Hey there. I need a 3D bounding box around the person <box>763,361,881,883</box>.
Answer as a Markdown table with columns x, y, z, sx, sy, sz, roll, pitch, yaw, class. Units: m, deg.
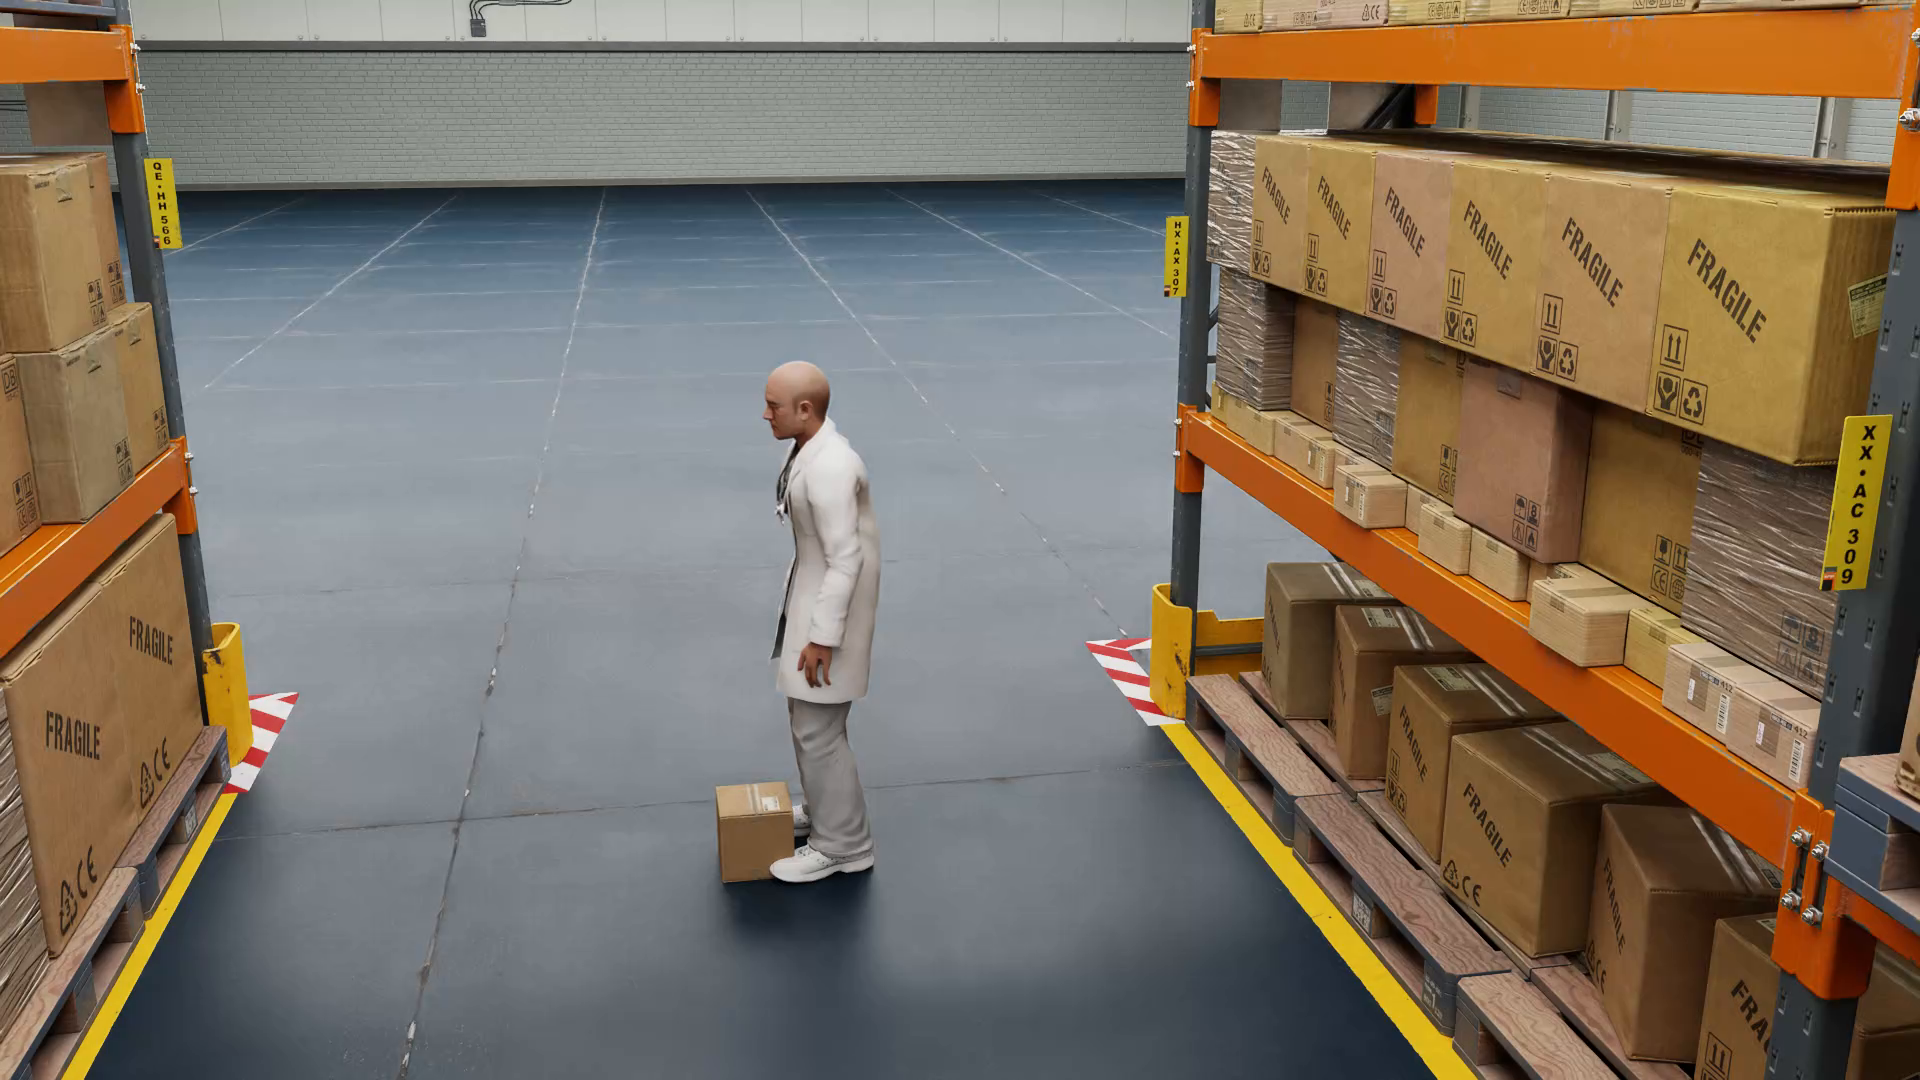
| x | y | z | sx | sy | sz | roll | pitch | yaw | class |
| --- | --- | --- | --- | --- | --- | --- | --- | --- | --- |
| -0.479 | 0.270 | 5.627 | 0.413 | 1.774 | 0.656 | -3 | 16 | -12 | person |
